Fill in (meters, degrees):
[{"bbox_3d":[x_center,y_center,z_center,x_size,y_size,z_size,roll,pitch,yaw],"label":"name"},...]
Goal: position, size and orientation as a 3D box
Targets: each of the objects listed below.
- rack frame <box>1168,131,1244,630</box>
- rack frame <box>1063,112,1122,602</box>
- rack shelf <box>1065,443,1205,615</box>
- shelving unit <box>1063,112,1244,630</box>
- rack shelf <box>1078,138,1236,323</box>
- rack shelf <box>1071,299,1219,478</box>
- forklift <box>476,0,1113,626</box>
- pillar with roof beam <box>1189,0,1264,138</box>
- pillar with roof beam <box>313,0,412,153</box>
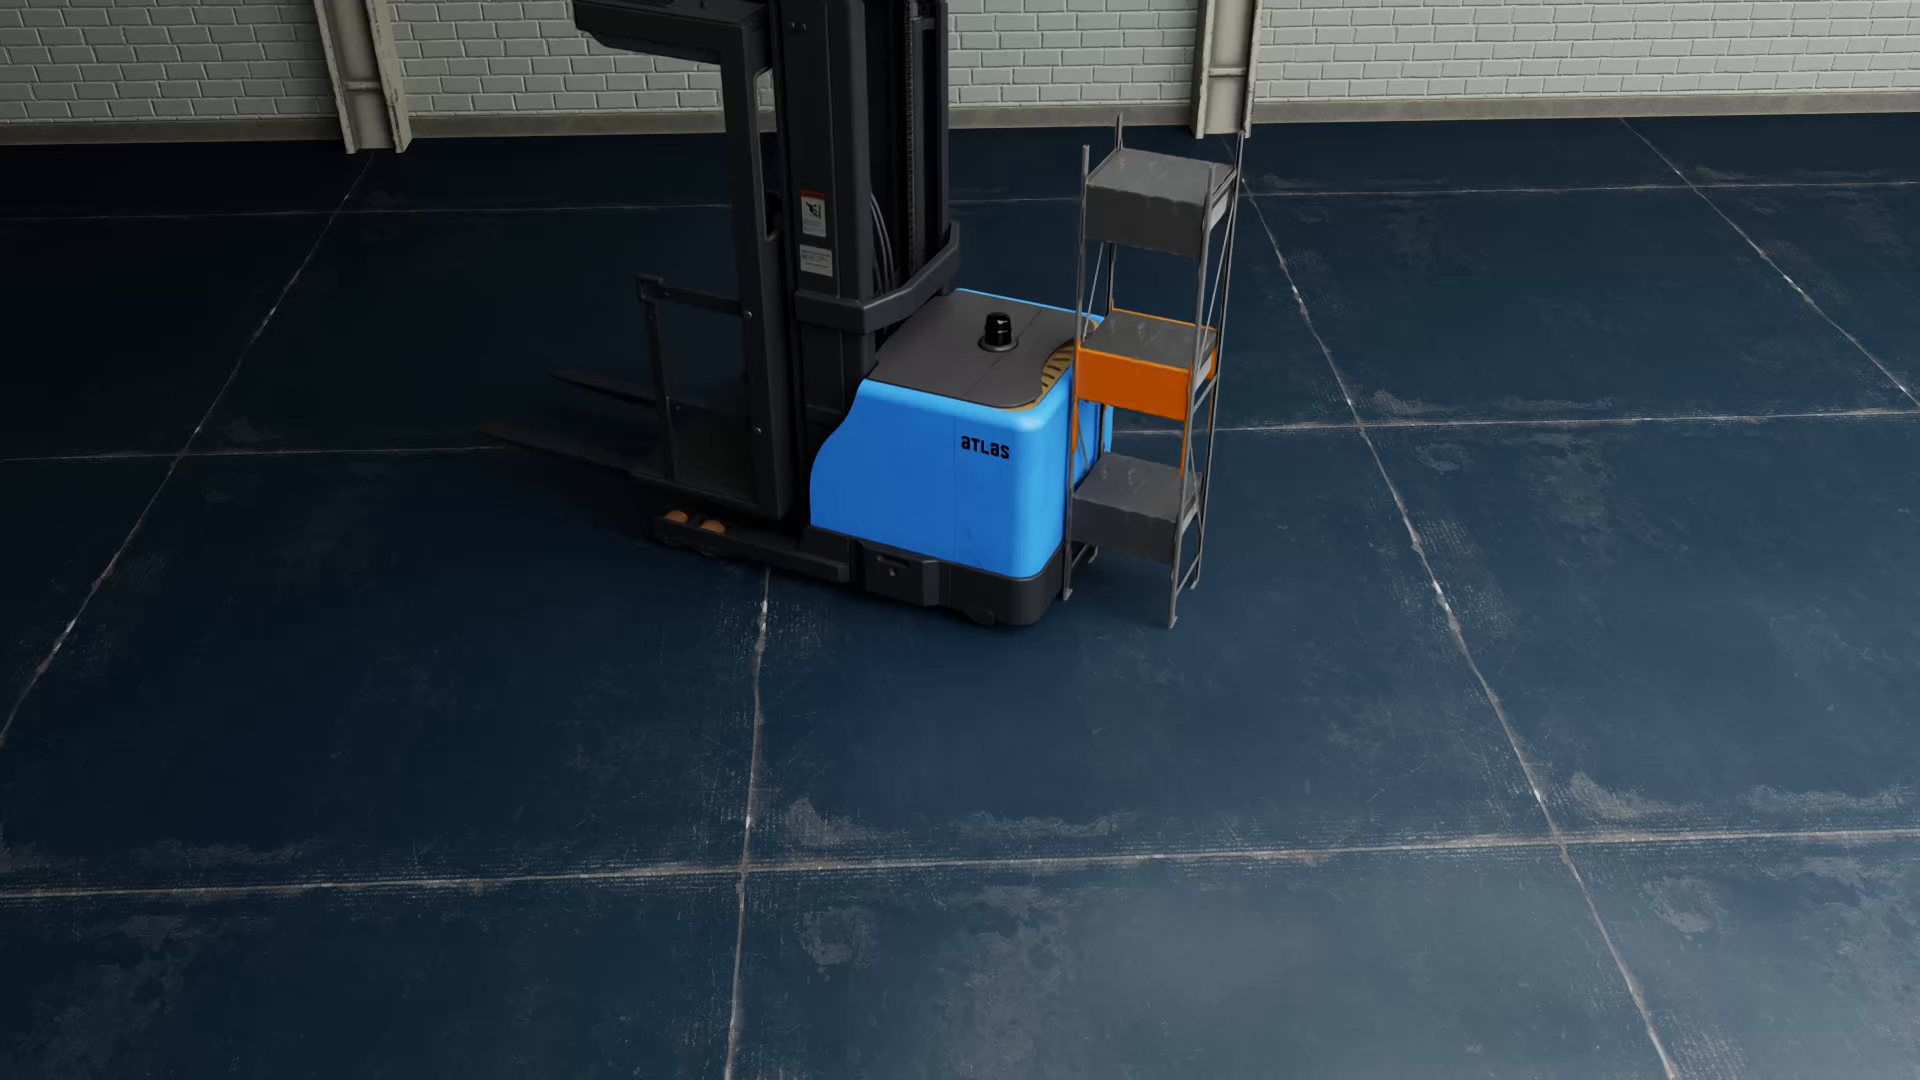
[{"bbox_3d":[0.988,-0.581,6.744,0.015,2.100,0.400,14,37,20],"label":"rack frame"},{"bbox_3d":[0.543,-0.695,6.909,0.015,2.100,0.400,14,37,20],"label":"rack frame"},{"bbox_3d":[0.765,-0.051,7.233,0.480,0.518,0.431,14,37,20],"label":"rack shelf"},{"bbox_3d":[0.765,-0.638,6.827,0.503,2.100,0.431,14,37,20],"label":"shelving unit"},{"bbox_3d":[0.765,-1.202,6.436,0.480,0.518,0.431,14,37,20],"label":"rack shelf"},{"bbox_3d":[0.765,-0.627,6.834,0.480,0.518,0.431,14,37,20],"label":"rack shelf"},{"bbox_3d":[-0.858,-1.387,7.178,3.031,2.935,1.130,14,37,20],"label":"forklift"},{"bbox_3d":[2.079,-4.221,5.941,0.400,9.000,9.100,-2,35,-2],"label":"pillar with roof beam"},{"bbox_3d":[-3.914,-4.059,5.708,0.400,9.000,9.100,-2,35,-2],"label":"pillar with roof beam"}]
